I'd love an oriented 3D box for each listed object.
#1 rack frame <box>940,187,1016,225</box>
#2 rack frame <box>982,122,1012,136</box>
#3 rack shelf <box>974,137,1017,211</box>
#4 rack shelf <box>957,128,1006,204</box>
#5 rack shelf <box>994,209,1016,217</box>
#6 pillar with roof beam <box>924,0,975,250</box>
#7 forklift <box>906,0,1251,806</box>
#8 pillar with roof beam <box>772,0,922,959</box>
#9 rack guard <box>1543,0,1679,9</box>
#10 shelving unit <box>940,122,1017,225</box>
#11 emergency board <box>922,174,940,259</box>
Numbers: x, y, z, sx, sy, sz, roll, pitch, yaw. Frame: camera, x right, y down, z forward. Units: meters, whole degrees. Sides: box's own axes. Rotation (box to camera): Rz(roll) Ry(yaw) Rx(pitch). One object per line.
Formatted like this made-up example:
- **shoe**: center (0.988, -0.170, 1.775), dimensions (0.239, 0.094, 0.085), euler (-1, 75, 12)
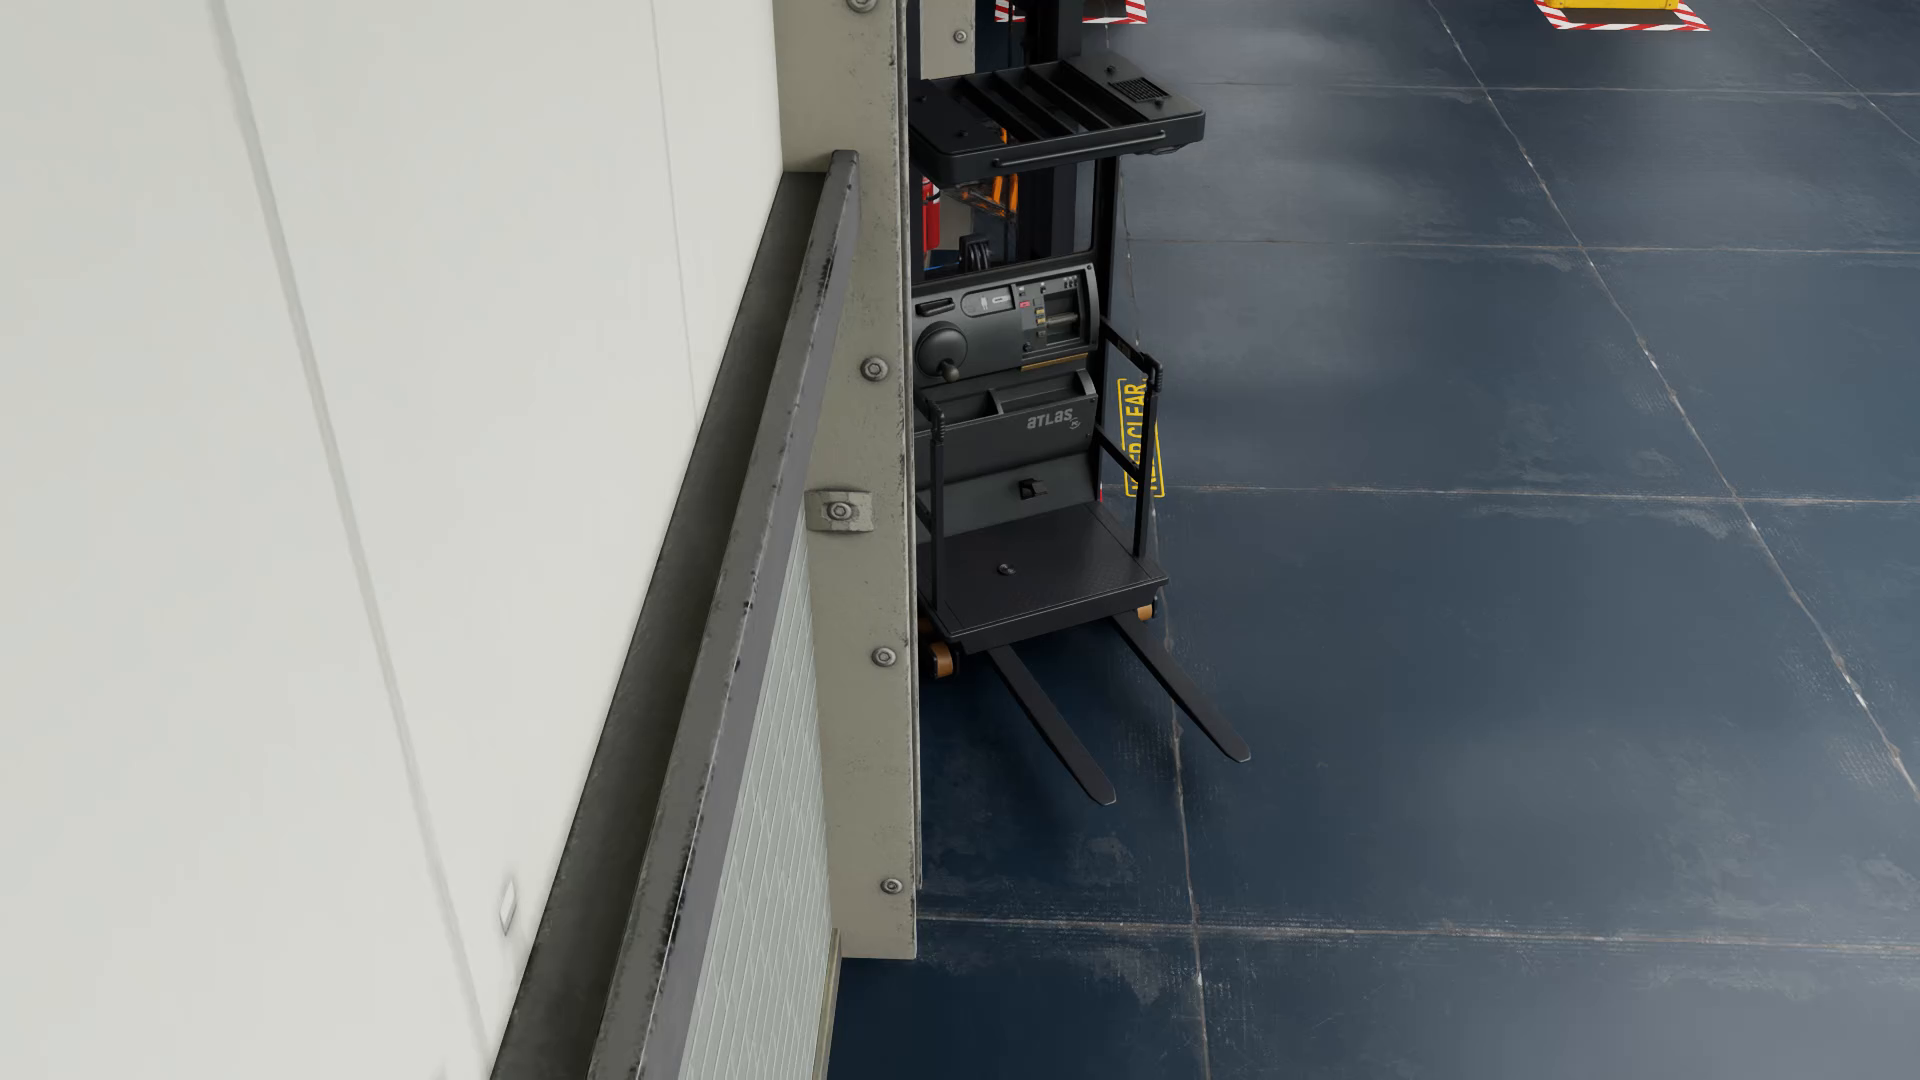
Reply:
- **rack frame**: center (0.256, -2.093, 10.594), dimensions (0.240, 0.015, 1.200), euler (10, 1, 35)
- **rack frame**: center (0.338, -2.574, 10.586), dimensions (0.240, 0.015, 1.200), euler (10, 1, 35)
- **rack shelf**: center (0.259, -2.339, 10.535), dimensions (0.258, 0.480, 0.148), euler (10, 1, 35)
- **rack shelf**: center (0.146, -2.356, 10.372), dimensions (0.258, 0.480, 0.148), euler (10, 1, 35)
- **rack shelf**: center (0.386, -2.321, 10.718), dimensions (0.258, 0.480, 0.148), euler (10, 1, 35)
- **pillar with roof beam**: center (4.234, -5.616, 8.415), dimensions (9.100, 9.000, 0.400), euler (1, 35, 2)
- **forklift**: center (0.251, -0.867, 6.935), dimensions (1.130, 2.935, 3.031), euler (-14, 37, -19)
- **pillar with roof beam**: center (3.993, -2.169, 3.510), dimensions (9.100, 9.000, 0.400), euler (1, 35, 2)
- **rack guard**: center (5.959, -5.138, 15.125), dimensions (1.175, 0.500, 0.348), euler (1, 35, 2)
- **shelving unit**: center (0.297, -2.334, 10.590), dimensions (0.258, 0.503, 1.200), euler (10, 1, 35)
- **emergency board**: center (-0.205, -1.842, 8.263), dimensions (0.194, 1.169, 0.643), euler (1, 35, 2)
